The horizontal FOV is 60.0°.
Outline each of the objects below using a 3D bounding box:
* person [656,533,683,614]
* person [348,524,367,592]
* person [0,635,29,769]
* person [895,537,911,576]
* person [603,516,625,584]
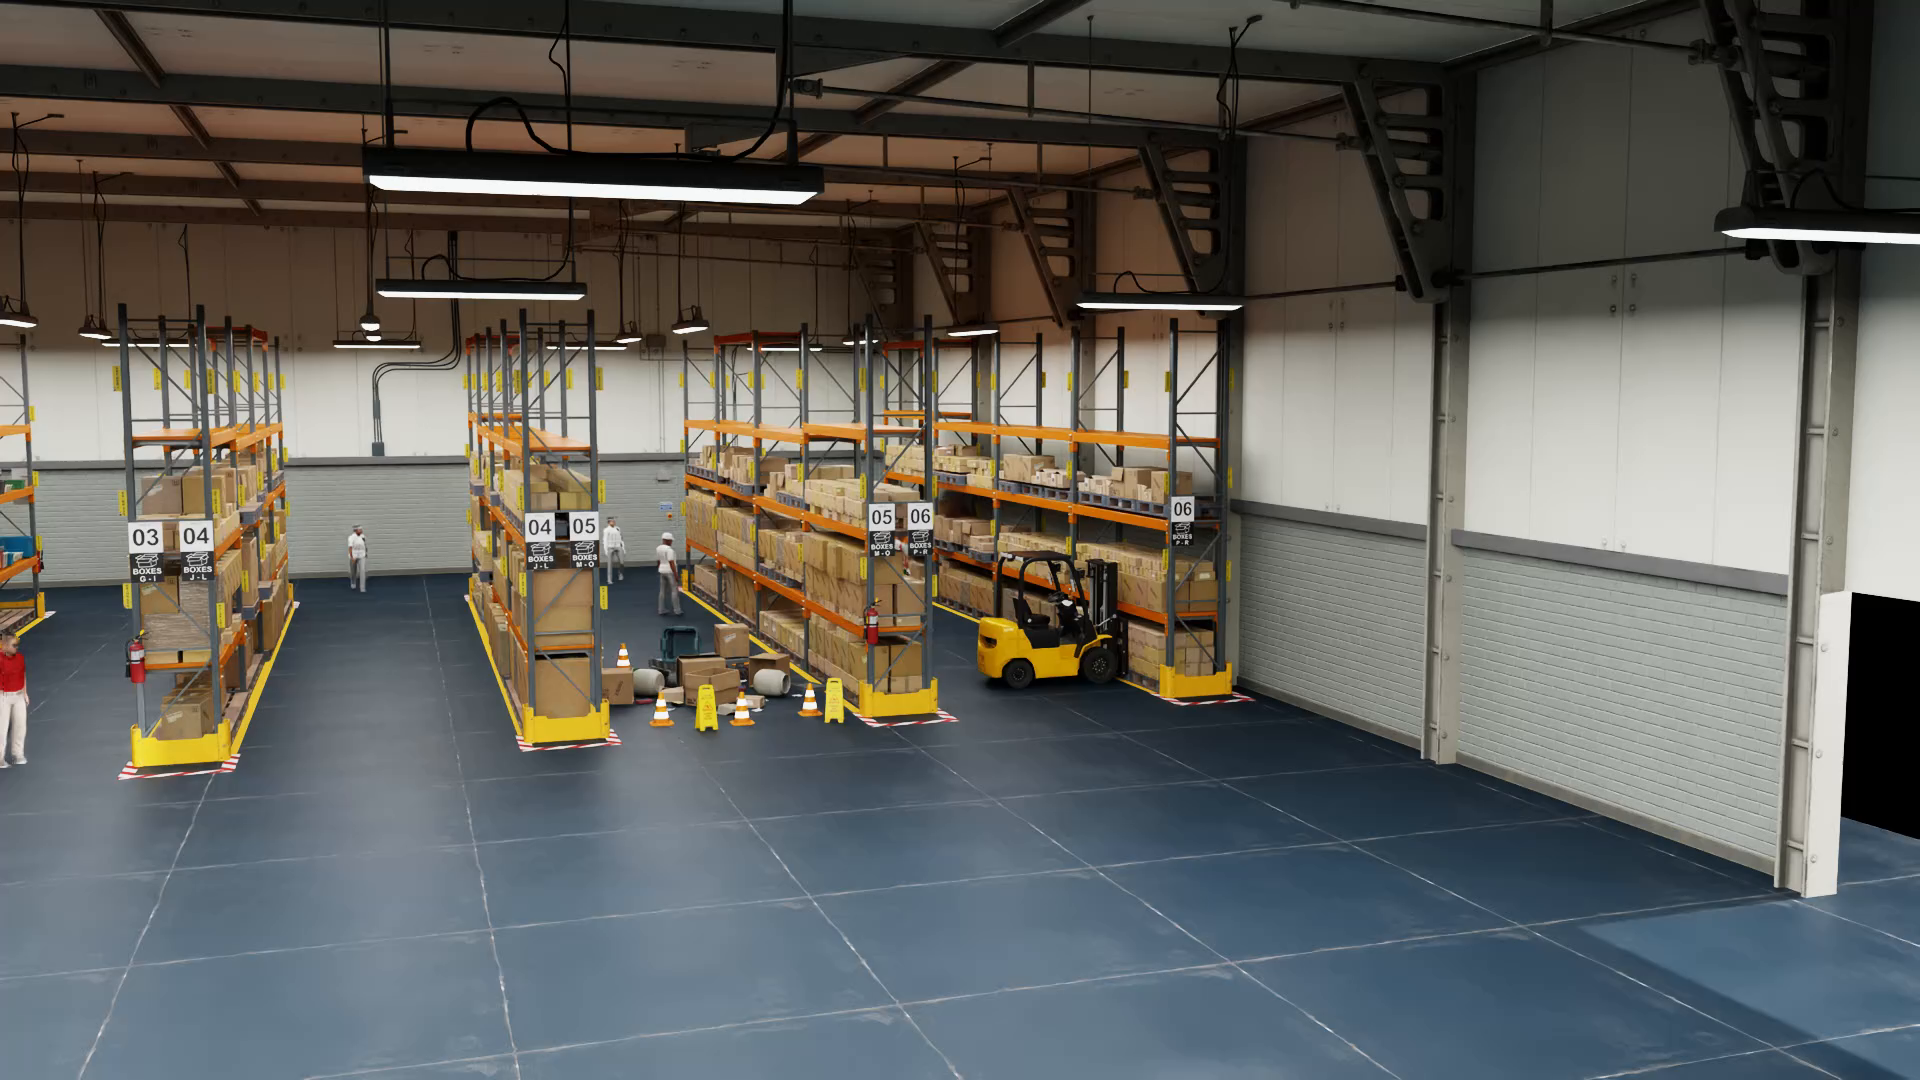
[{"bbox_3d":[-6.266,0.716,35.848,0.630,1.767,0.486,3,6,32],"label":"person"},{"bbox_3d":[-14.380,0.418,39.715,0.423,1.633,0.939,-3,6,-25],"label":"person"},{"bbox_3d":[-12.448,2.097,21.726,0.396,1.741,0.586,2,6,20],"label":"person"},{"bbox_3d":[-1.334,0.634,35.467,0.583,1.787,0.571,0,5,3],"label":"person"},{"bbox_3d":[-8.656,0.240,41.610,0.544,1.681,0.534,-2,6,-19],"label":"person"}]
